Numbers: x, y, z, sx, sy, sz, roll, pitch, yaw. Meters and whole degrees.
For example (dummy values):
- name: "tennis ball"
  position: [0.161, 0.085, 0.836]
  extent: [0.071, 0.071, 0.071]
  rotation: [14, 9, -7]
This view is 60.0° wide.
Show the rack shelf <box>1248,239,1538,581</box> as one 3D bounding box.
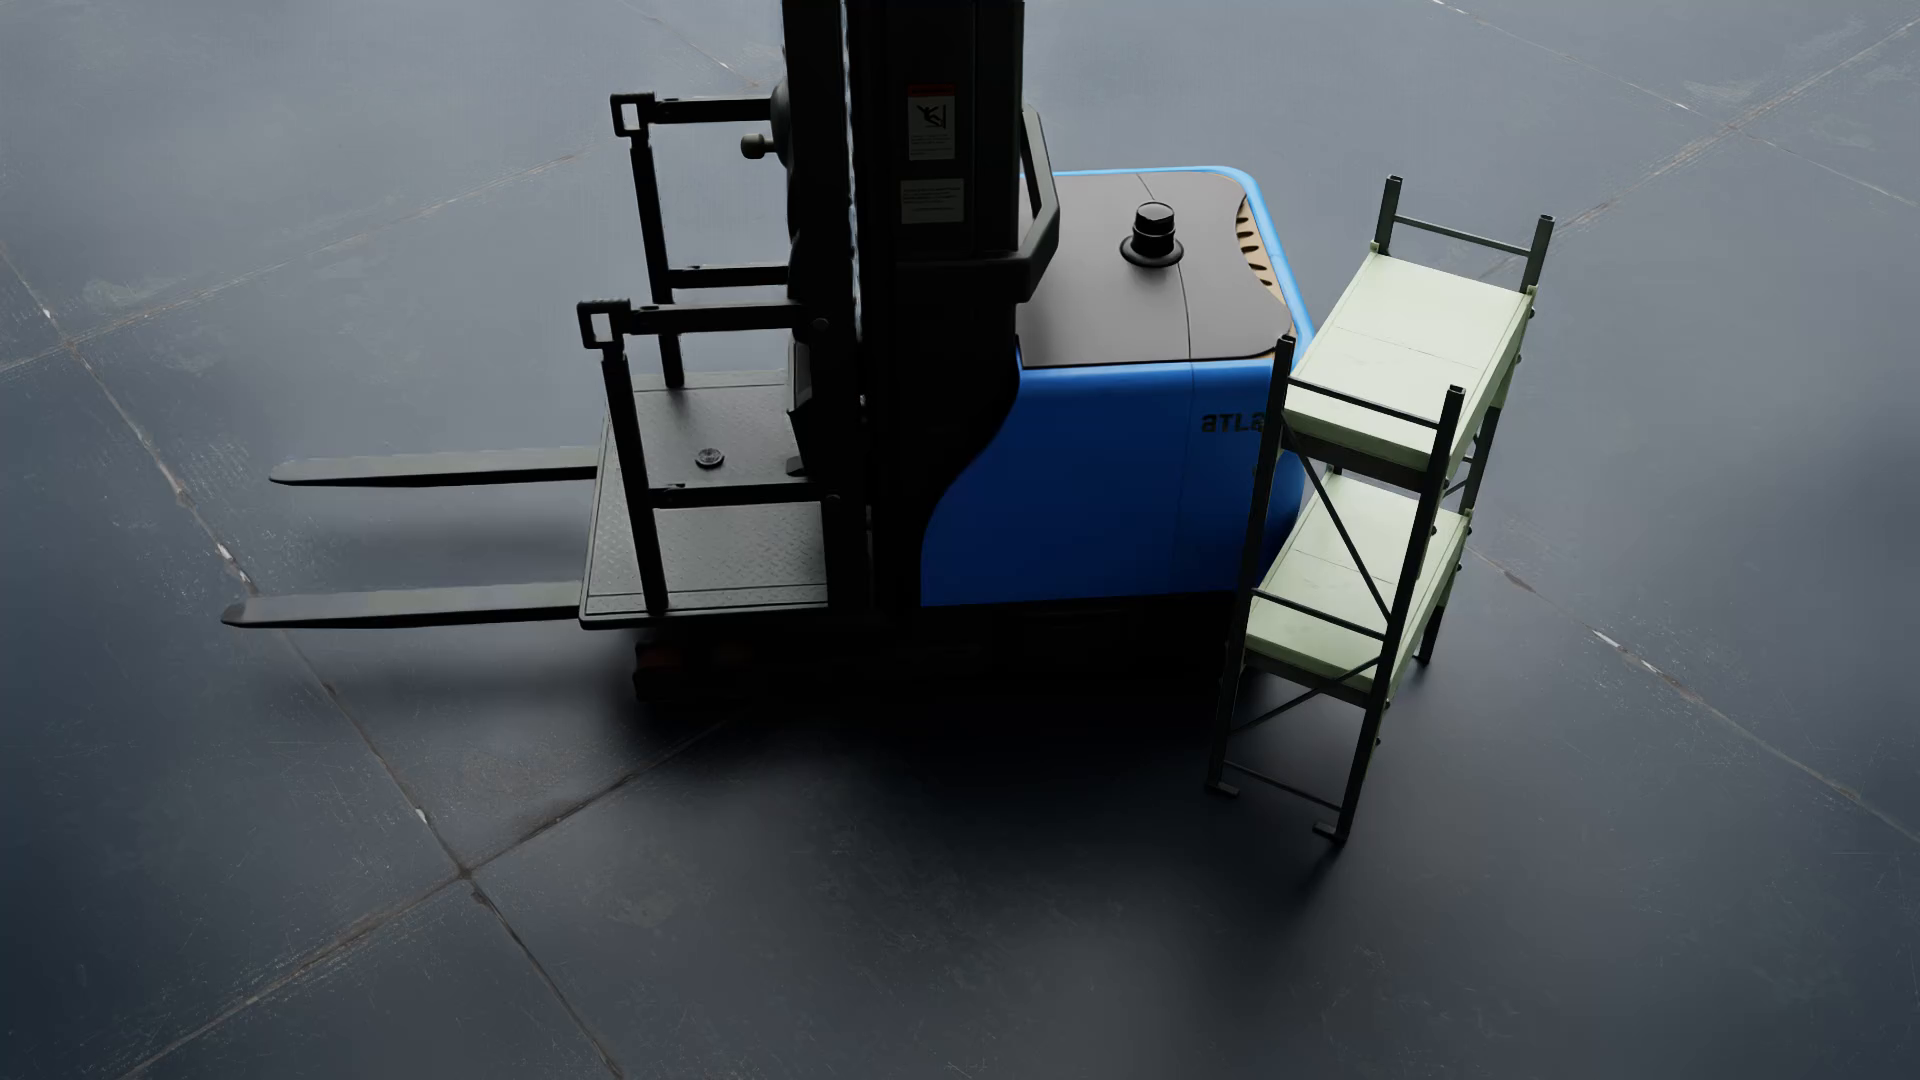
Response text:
- name: "rack shelf"
  position: [1.027, -0.325, 3.930]
  extent: [0.431, 0.370, 0.720]
  rotation: [20, 47, 20]

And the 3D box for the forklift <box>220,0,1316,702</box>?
- name: "forklift"
  position: [-0.599, -0.982, 4.154]
  extent: [3.031, 2.935, 1.130]
  rotation: [-3, 43, -3]

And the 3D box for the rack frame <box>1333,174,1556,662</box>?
- name: "rack frame"
  position: [1.202, -0.260, 4.432]
  extent: [0.400, 1.500, 0.023]
  rotation: [20, 47, 20]

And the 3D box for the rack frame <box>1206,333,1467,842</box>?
- name: "rack frame"
  position: [0.852, 0.179, 3.963]
  extent: [0.400, 1.500, 0.023]
  rotation: [20, 47, 20]

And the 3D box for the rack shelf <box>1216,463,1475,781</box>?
- name: "rack shelf"
  position: [1.027, 0.197, 4.421]
  extent: [0.431, 0.370, 0.720]
  rotation: [20, 47, 20]

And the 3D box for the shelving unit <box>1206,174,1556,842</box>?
- name: "shelving unit"
  position: [1.027, -0.040, 4.198]
  extent: [0.431, 1.500, 0.755]
  rotation: [20, 47, 20]
